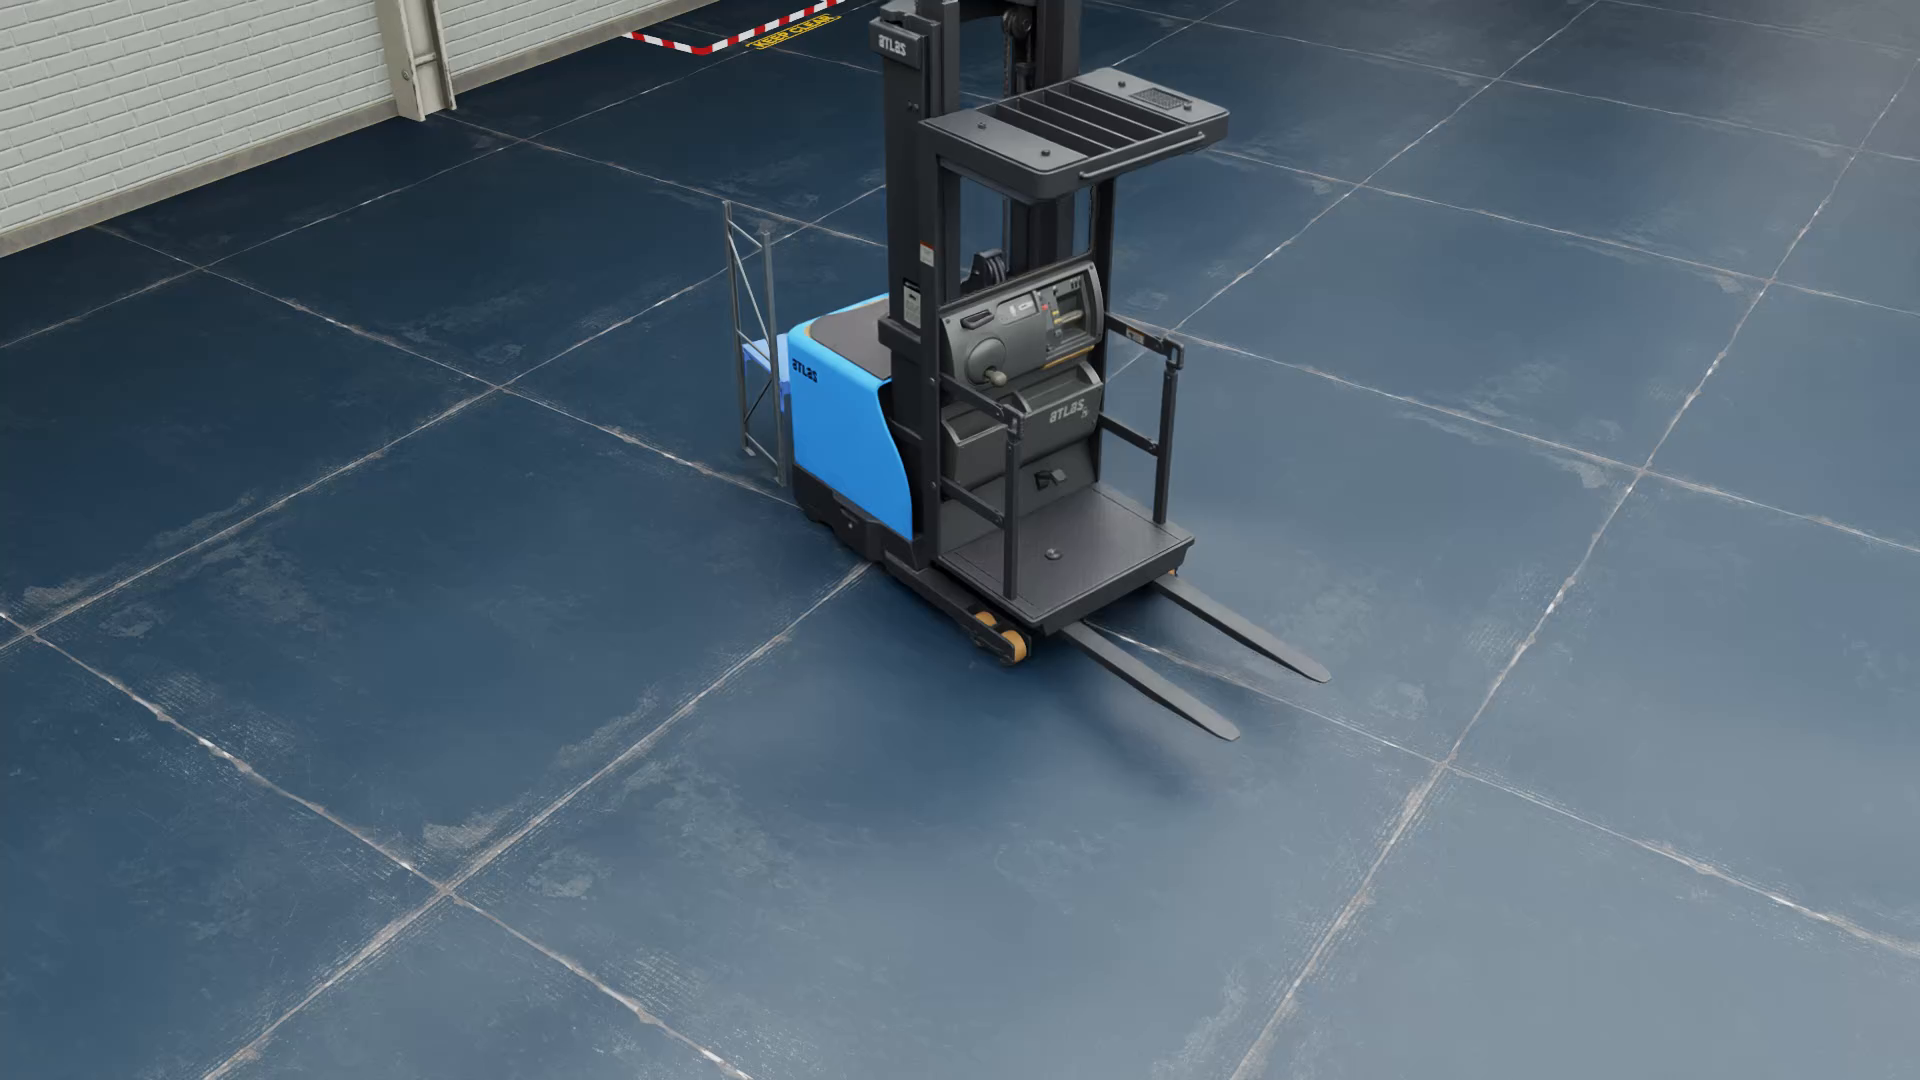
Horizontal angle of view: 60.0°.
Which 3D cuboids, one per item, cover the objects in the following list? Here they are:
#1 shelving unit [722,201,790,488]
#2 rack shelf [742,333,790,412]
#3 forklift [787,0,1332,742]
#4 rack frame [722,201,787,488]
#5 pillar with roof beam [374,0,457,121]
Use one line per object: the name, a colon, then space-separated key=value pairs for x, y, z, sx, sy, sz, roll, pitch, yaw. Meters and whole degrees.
shelving unit: x=-0.669 y=-1.182 z=9.160 sx=1.048 sy=1.500 sz=0.538 roll=-19 pitch=39 yaw=-26
rack shelf: x=-0.669 y=-1.033 z=9.260 sx=1.000 sy=0.185 sz=0.538 roll=-19 pitch=39 yaw=-26
forklift: x=0.437 y=-0.941 z=7.525 sx=1.130 sy=2.935 sz=3.031 roll=-25 pitch=41 yaw=-32
rack frame: x=-1.099 y=-1.031 z=8.936 sx=0.032 sy=1.500 sz=0.500 roll=-19 pitch=39 yaw=-26
pillar with roof beam: x=-0.998 y=-5.999 z=9.588 sx=9.100 sy=9.000 sz=0.400 roll=21 pitch=39 yaw=28
